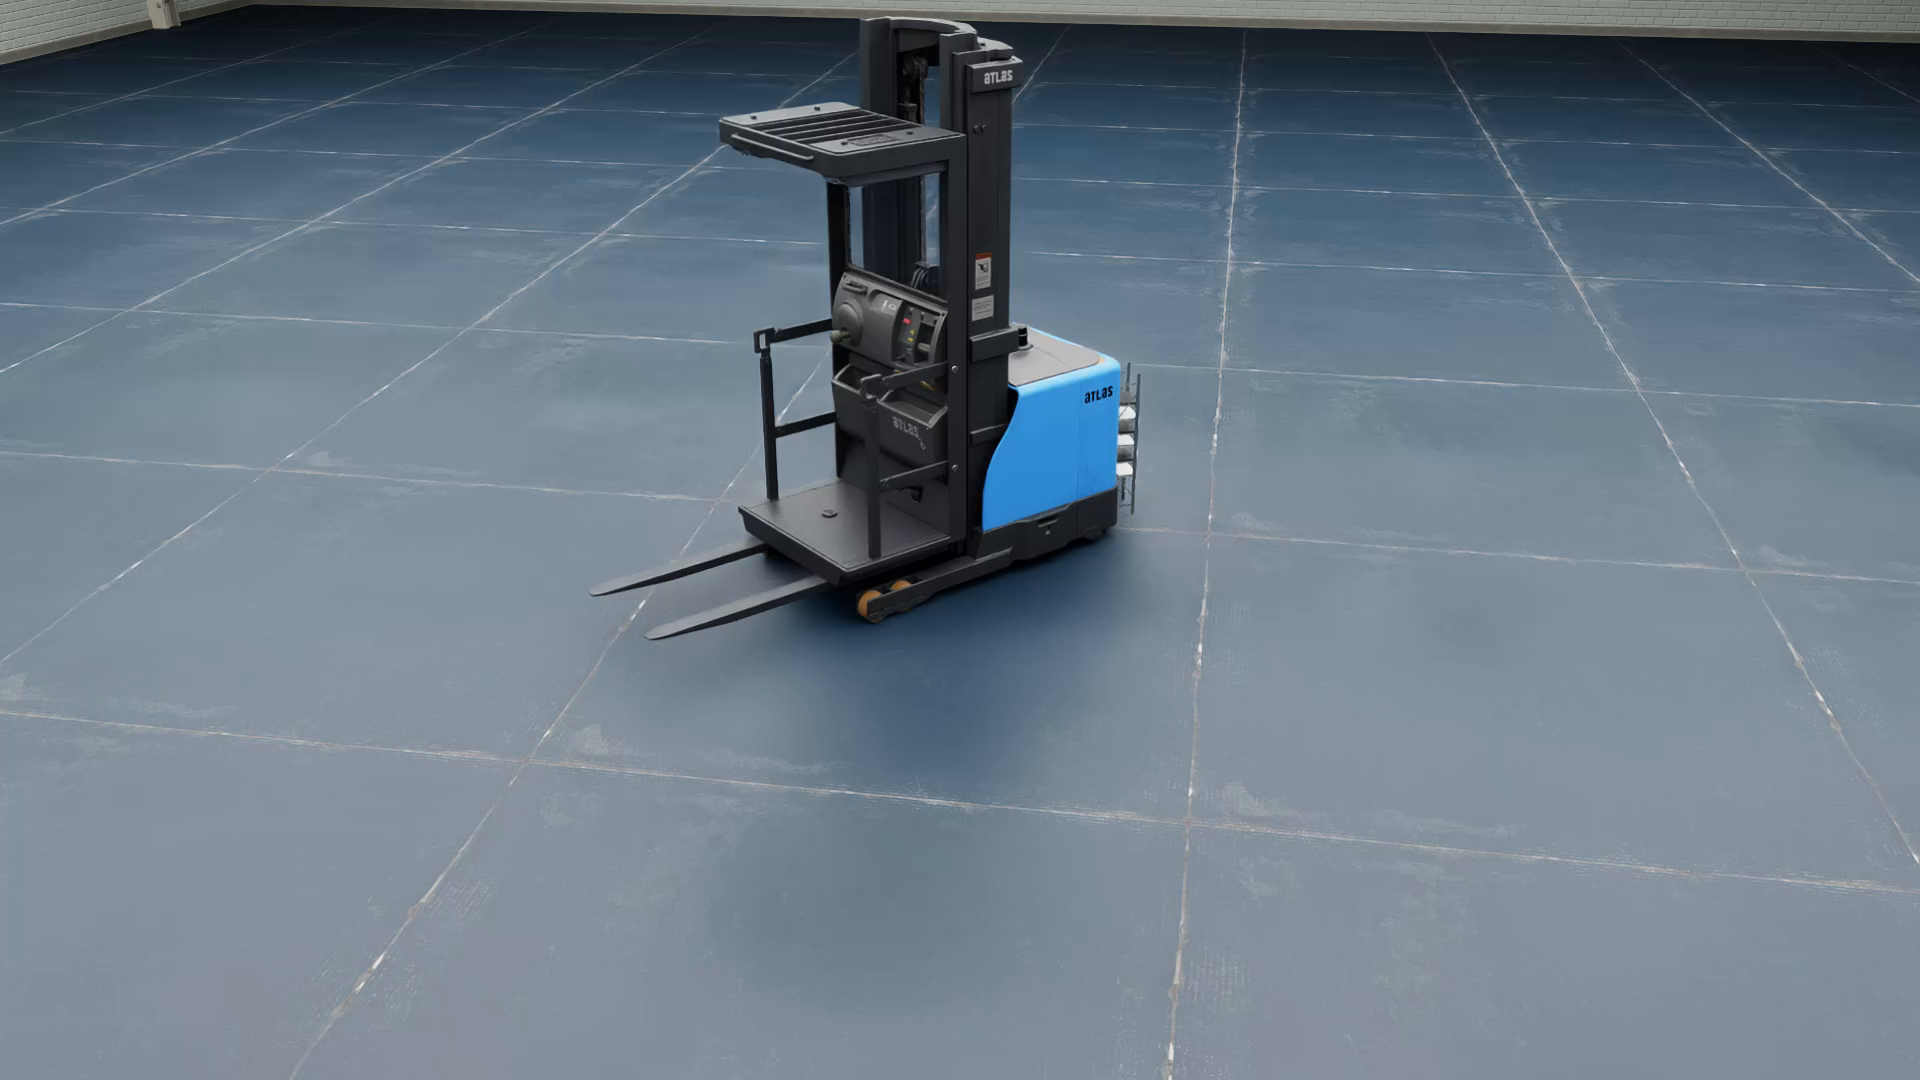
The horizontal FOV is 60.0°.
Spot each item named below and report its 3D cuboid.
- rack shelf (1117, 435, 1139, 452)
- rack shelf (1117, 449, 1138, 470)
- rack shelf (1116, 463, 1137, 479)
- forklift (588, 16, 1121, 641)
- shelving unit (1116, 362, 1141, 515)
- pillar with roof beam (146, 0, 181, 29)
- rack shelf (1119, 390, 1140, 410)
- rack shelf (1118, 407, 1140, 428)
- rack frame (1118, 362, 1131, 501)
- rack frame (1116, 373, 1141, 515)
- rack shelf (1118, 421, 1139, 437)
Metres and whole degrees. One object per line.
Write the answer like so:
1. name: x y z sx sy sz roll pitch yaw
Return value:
1. rack shelf: 0.918 -0.567 9.979 0.258 0.077 0.200 -5 26 -10
2. rack shelf: 0.918 -0.486 10.017 0.258 0.077 0.200 -5 26 -10
3. rack shelf: 0.918 -0.404 10.055 0.258 0.077 0.200 -5 26 -10
4. forklift: -0.545 -1.143 8.735 3.031 2.935 1.130 -19 31 -34
5. shelving unit: 0.918 -0.598 9.965 0.258 0.900 0.210 -5 26 -10
6. pillar with roof beam: -9.410 -12.608 26.071 9.100 9.000 0.400 4 25 9
7. rack shelf: 0.918 -0.812 9.865 0.258 0.077 0.200 -5 26 -10
8. rack shelf: 0.918 -0.730 9.903 0.258 0.077 0.200 -5 26 -10
9. rack frame: 0.898 -0.640 10.055 0.240 0.900 0.006 -5 26 -10
10. rack frame: 0.937 -0.555 9.875 0.240 0.900 0.006 -5 26 -10
11. rack shelf: 0.918 -0.649 9.941 0.258 0.077 0.200 -5 26 -10
